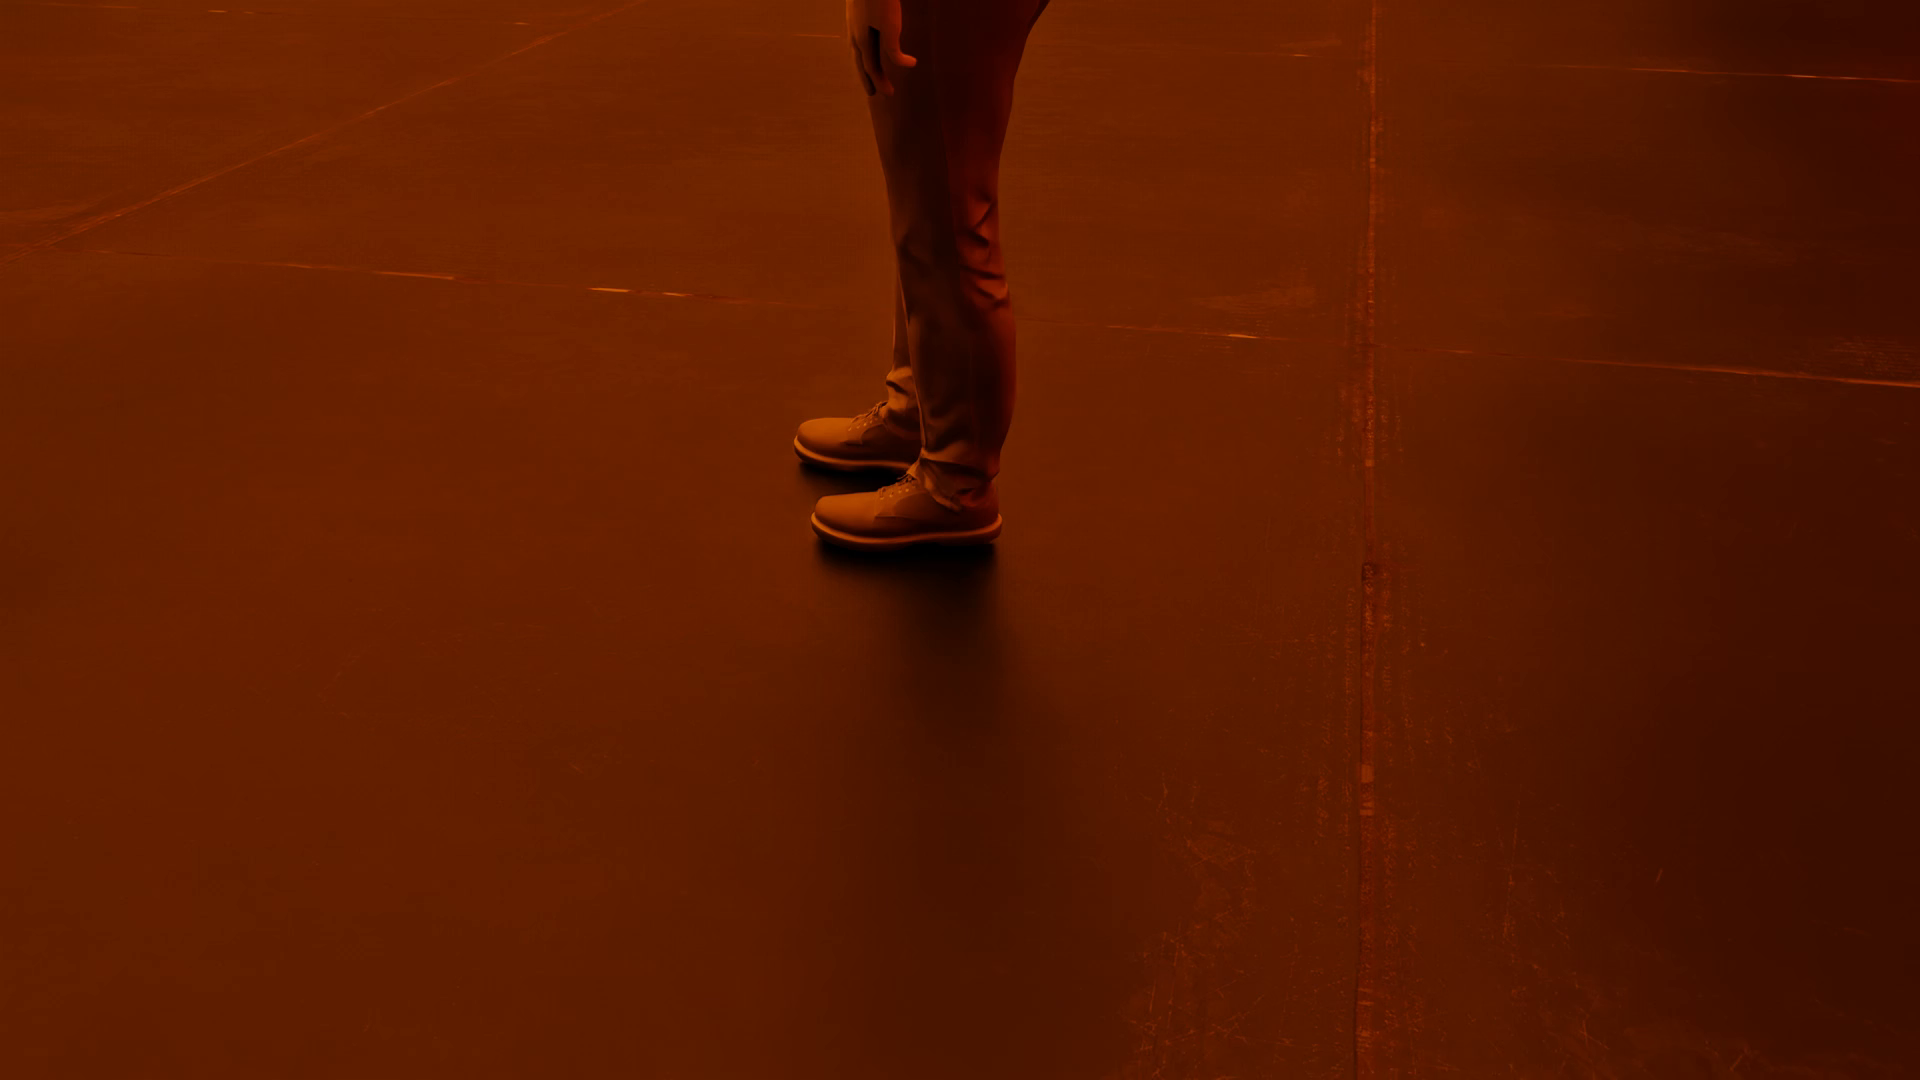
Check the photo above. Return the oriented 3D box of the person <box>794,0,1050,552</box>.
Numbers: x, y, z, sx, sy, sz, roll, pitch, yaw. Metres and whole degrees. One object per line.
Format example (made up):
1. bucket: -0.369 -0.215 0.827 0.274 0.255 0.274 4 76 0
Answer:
1. person: -0.065 -0.772 2.134 0.531 1.695 0.587 6 27 11
